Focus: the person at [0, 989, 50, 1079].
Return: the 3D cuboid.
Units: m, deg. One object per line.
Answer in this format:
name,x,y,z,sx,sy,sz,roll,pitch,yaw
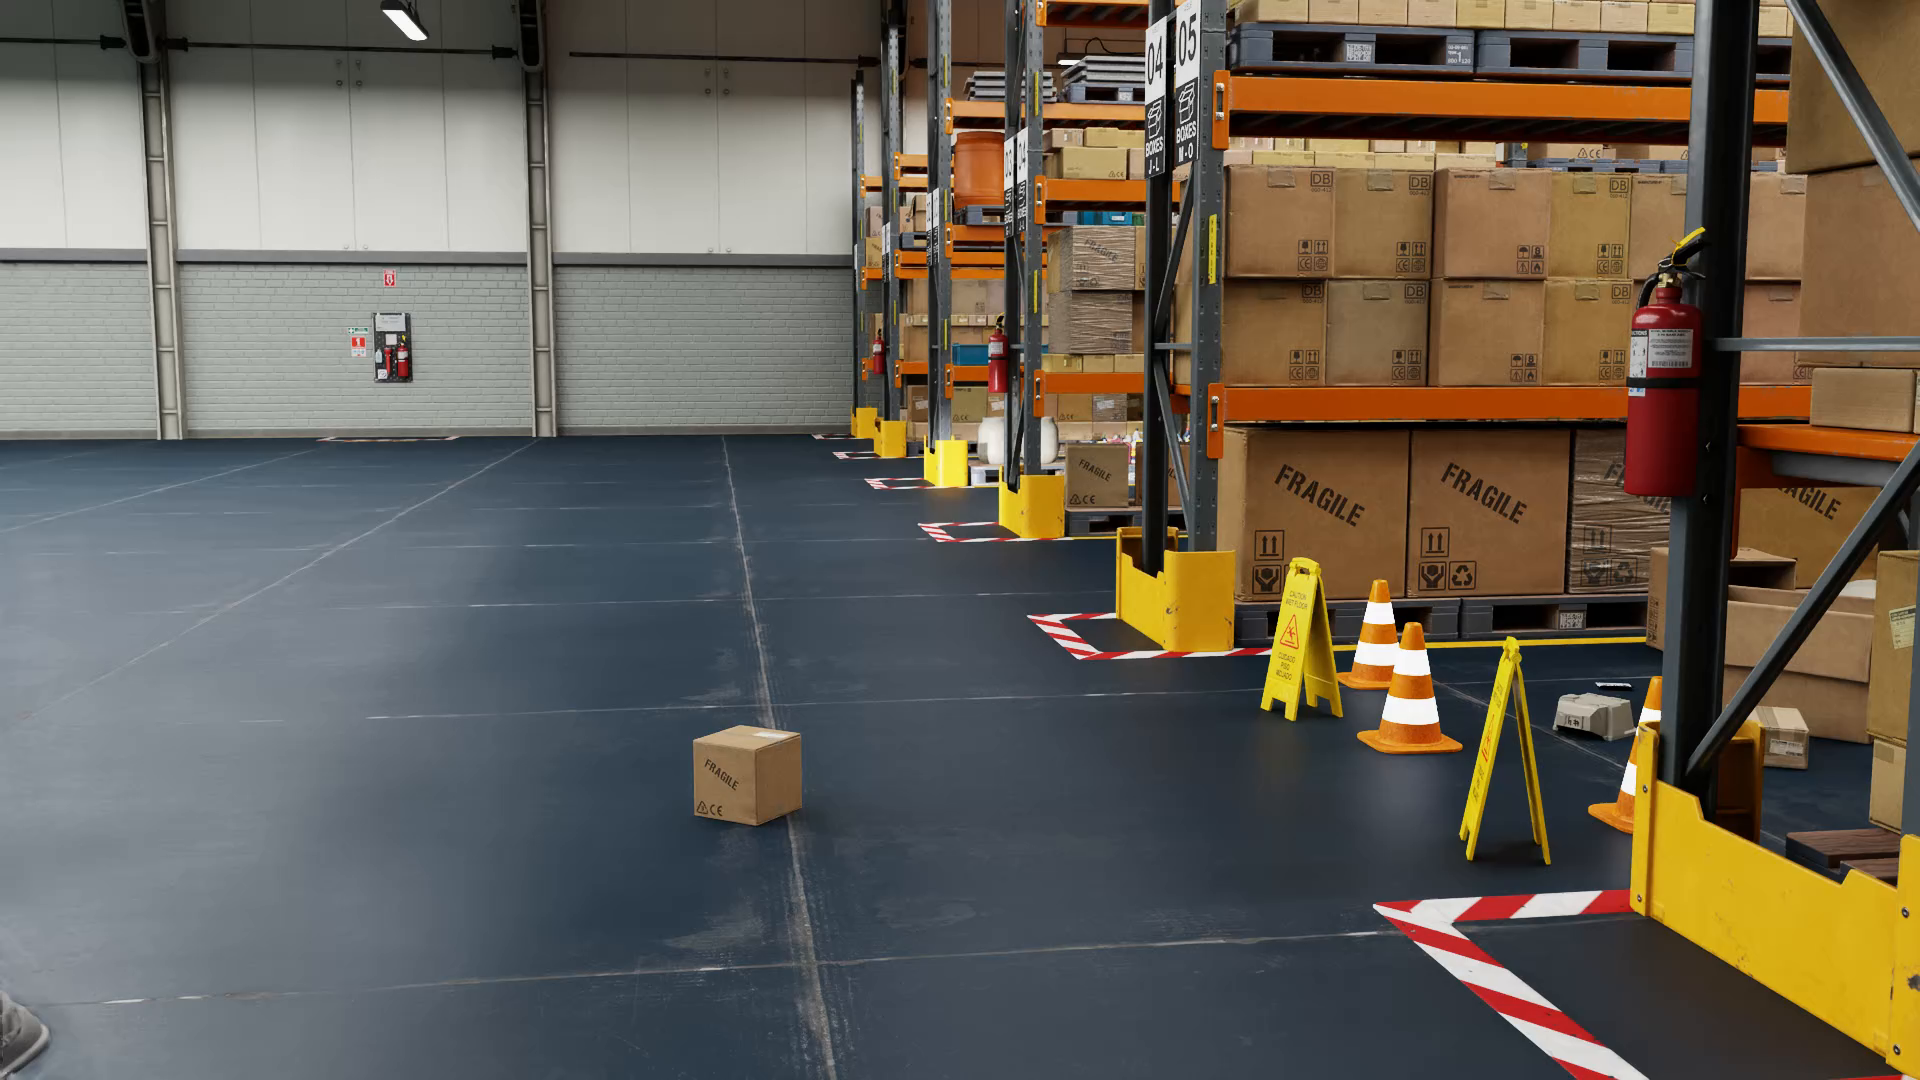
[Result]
person,-1.989,0.339,2.745,0.482,1.647,0.941,4,8,33
